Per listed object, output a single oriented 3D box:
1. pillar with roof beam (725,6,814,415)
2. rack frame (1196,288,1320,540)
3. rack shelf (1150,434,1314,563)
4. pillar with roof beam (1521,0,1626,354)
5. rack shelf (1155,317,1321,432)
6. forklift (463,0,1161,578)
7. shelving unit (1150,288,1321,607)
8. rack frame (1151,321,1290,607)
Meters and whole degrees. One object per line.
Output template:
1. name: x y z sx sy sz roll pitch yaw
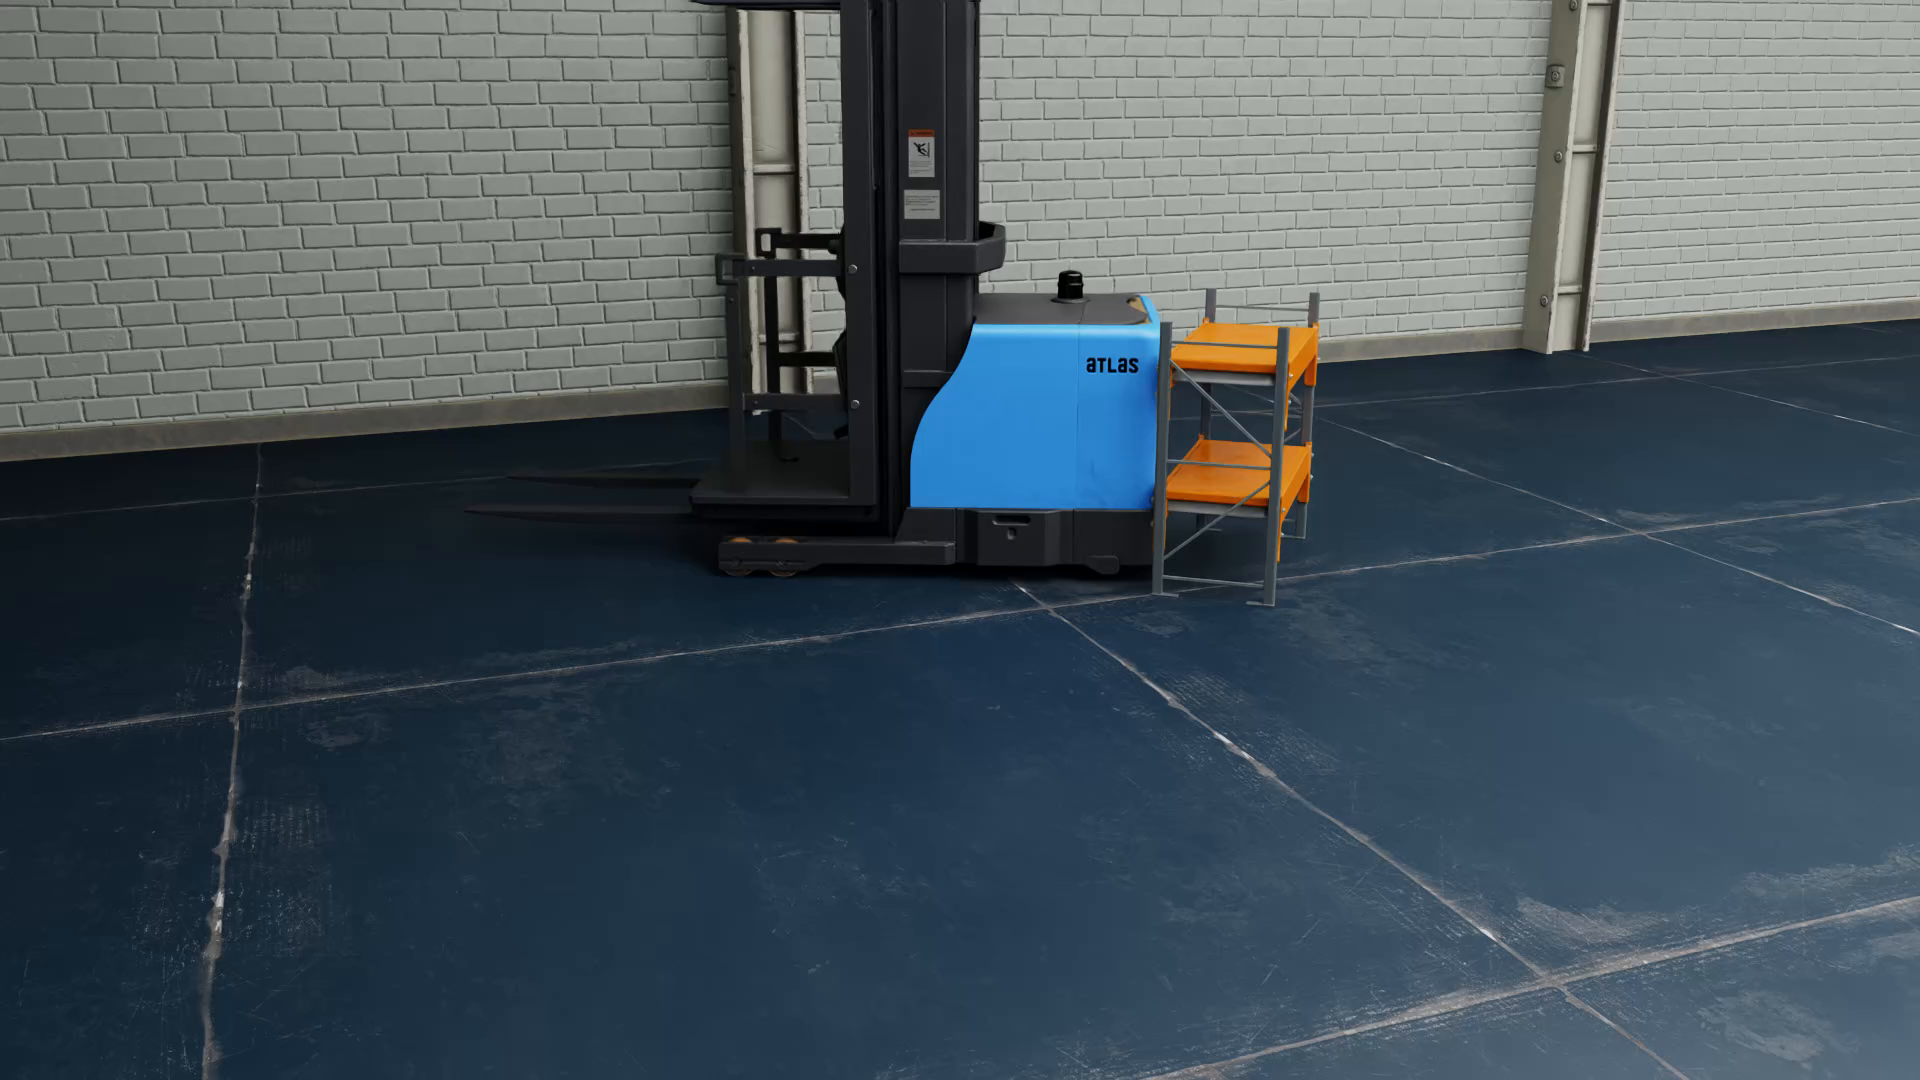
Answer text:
1. pillar with roof beam: 0.395 -4.013 5.293 0.400 9.000 9.100 -6 17 -20
2. rack frame: 1.343 -0.568 7.535 0.500 1.125 0.032 5 17 17
3. rack shelf: 1.185 -0.197 7.140 0.538 0.278 1.000 5 17 17
4. pillar with roof beam: 5.998 -4.618 7.353 0.400 9.000 9.100 -6 17 -20
5. rack shelf: 1.185 -0.712 6.989 0.538 0.278 1.000 5 17 17
6. forklift: -0.639 -1.395 7.147 3.031 2.935 1.130 1 16 2
7. shelving unit: 1.185 -0.432 7.071 0.538 1.125 1.048 5 17 17
8. rack frame: 1.027 -0.295 6.608 0.500 1.125 0.032 5 17 17
